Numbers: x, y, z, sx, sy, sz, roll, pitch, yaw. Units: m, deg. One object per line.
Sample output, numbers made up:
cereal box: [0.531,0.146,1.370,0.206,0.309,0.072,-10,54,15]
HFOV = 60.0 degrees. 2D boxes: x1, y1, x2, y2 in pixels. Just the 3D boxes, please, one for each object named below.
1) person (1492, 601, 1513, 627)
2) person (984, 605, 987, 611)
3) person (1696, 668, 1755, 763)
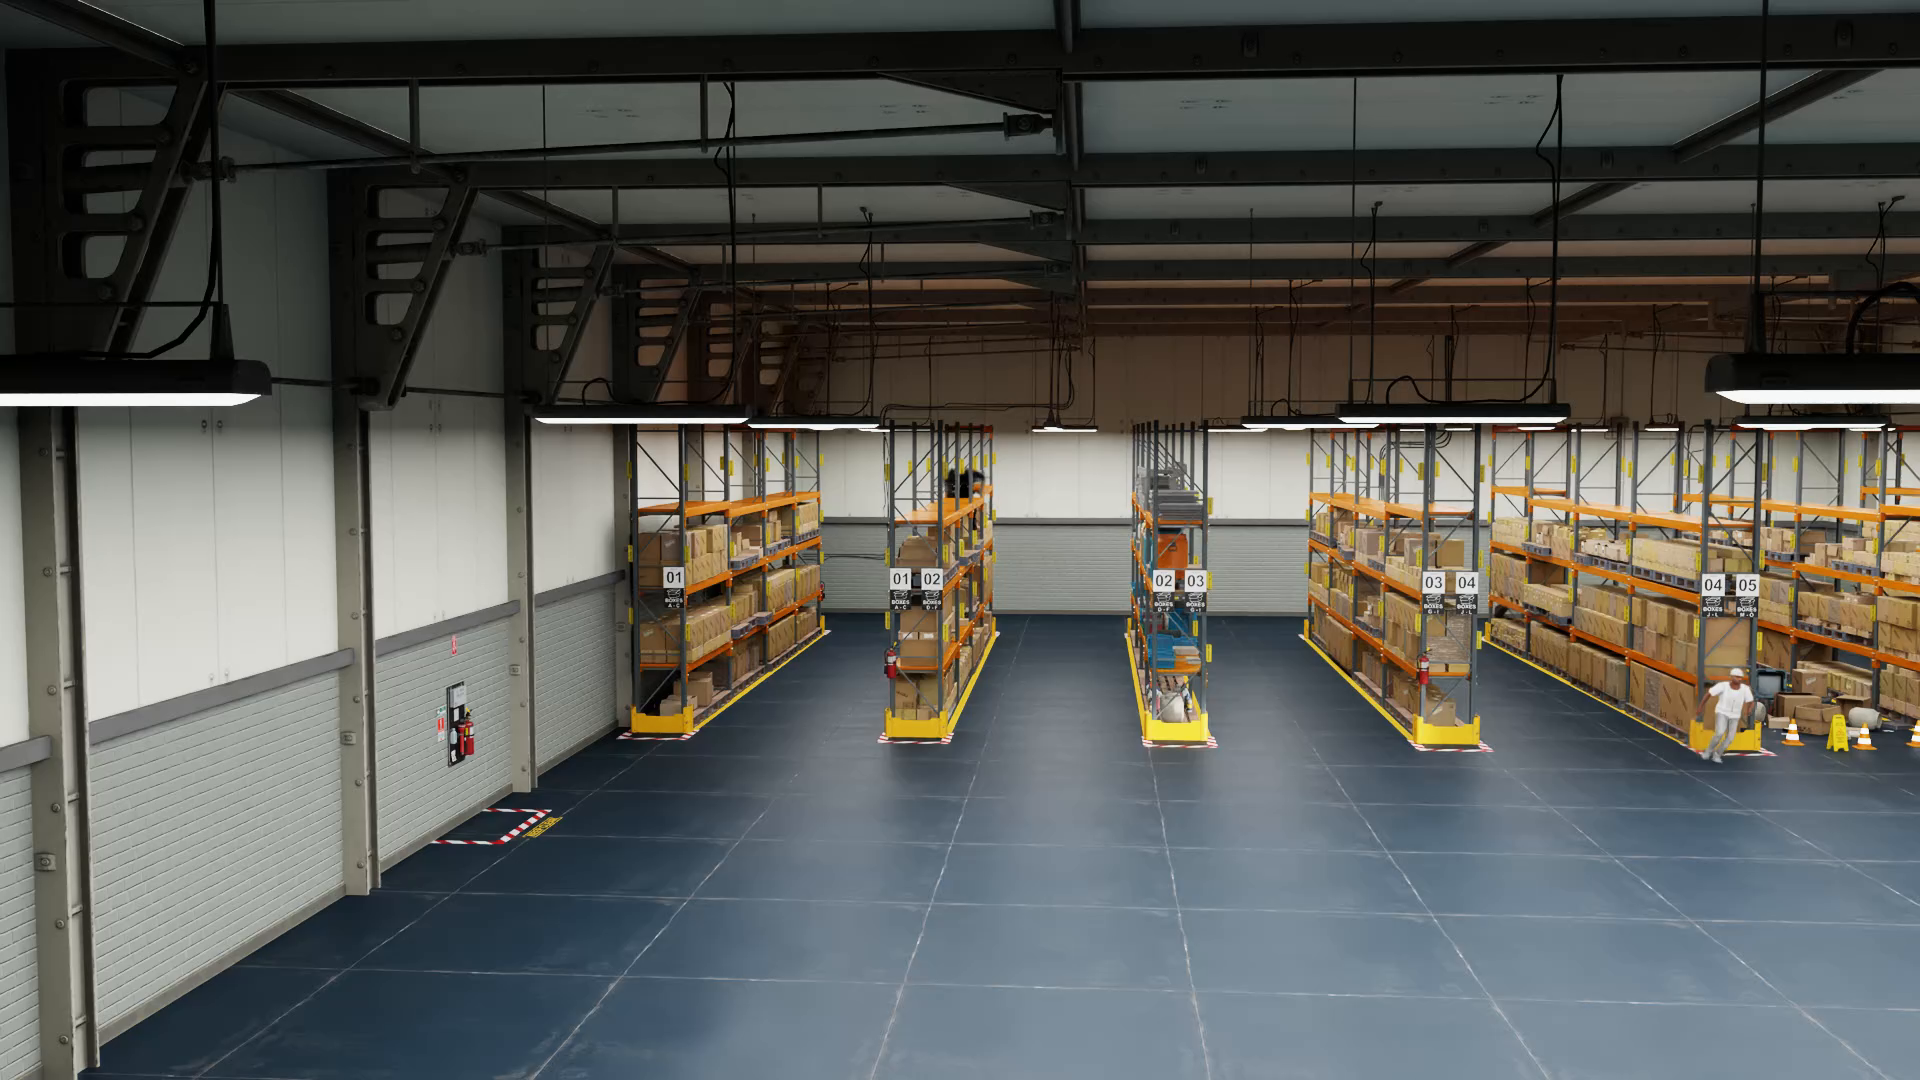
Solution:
person: [15.462,1.863,47.347,0.911,1.721,0.769,1,4,14]
person: [0.676,1.801,49.064,0.610,1.637,0.521,-3,4,-36]
person: [13.397,3.077,28.979,0.890,1.680,0.630,0,4,-1]
